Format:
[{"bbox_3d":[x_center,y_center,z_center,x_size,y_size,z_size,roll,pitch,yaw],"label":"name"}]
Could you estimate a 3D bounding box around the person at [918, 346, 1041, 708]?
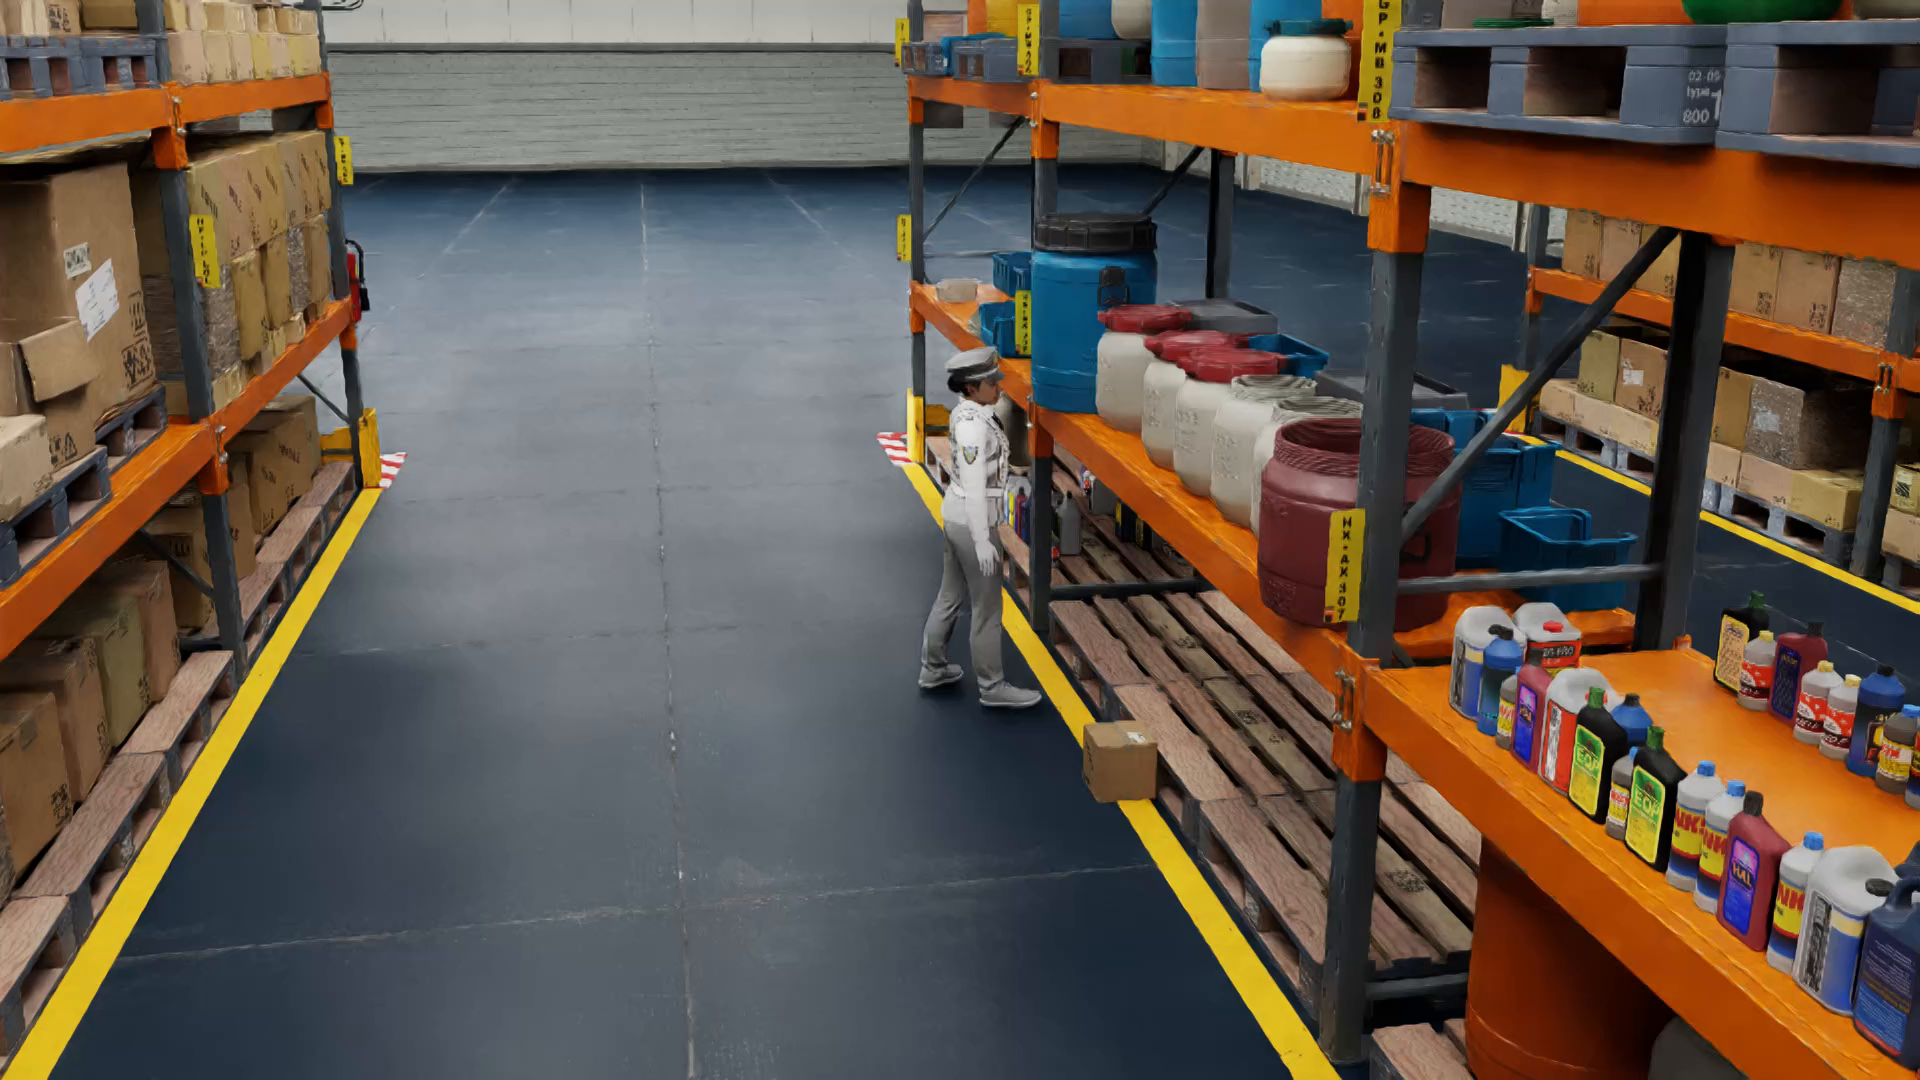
[{"bbox_3d":[0.093,-0.057,7.645,0.561,1.666,0.644,-2,17,-5],"label":"person"}]
